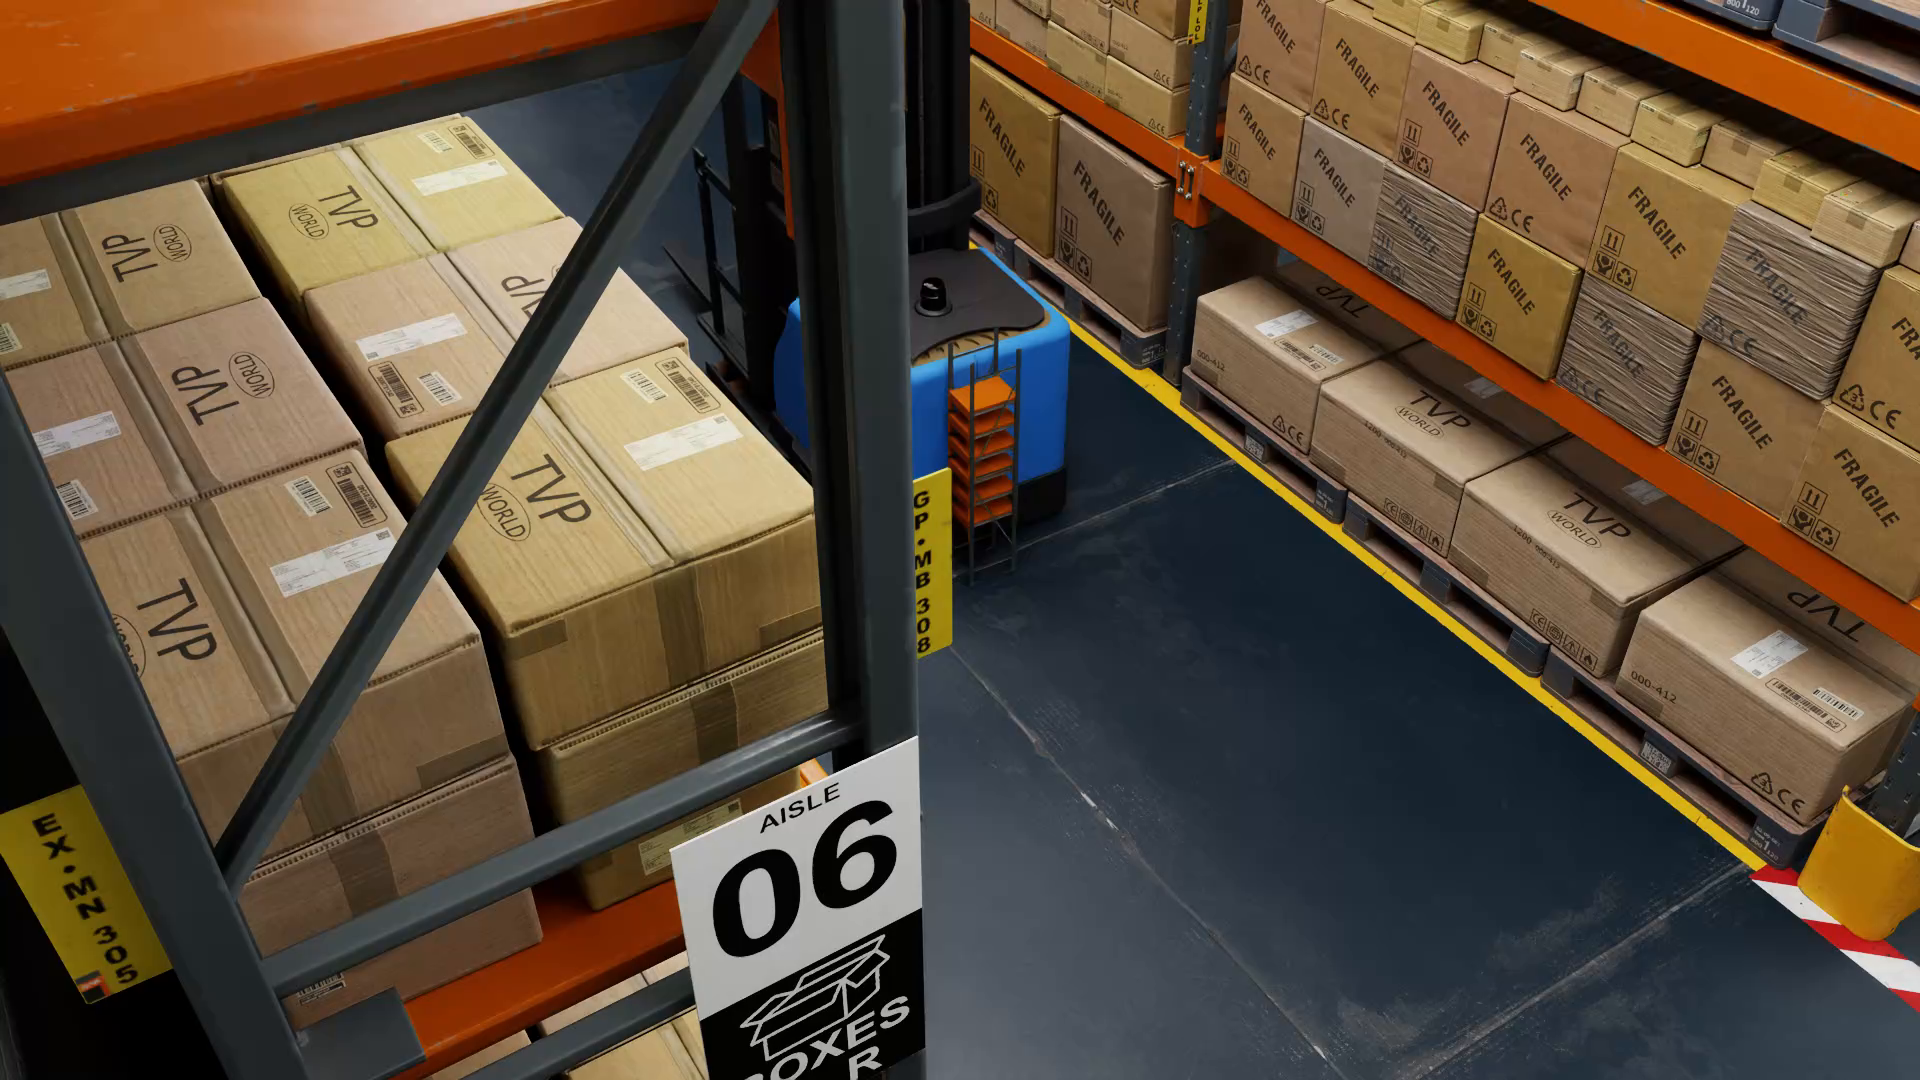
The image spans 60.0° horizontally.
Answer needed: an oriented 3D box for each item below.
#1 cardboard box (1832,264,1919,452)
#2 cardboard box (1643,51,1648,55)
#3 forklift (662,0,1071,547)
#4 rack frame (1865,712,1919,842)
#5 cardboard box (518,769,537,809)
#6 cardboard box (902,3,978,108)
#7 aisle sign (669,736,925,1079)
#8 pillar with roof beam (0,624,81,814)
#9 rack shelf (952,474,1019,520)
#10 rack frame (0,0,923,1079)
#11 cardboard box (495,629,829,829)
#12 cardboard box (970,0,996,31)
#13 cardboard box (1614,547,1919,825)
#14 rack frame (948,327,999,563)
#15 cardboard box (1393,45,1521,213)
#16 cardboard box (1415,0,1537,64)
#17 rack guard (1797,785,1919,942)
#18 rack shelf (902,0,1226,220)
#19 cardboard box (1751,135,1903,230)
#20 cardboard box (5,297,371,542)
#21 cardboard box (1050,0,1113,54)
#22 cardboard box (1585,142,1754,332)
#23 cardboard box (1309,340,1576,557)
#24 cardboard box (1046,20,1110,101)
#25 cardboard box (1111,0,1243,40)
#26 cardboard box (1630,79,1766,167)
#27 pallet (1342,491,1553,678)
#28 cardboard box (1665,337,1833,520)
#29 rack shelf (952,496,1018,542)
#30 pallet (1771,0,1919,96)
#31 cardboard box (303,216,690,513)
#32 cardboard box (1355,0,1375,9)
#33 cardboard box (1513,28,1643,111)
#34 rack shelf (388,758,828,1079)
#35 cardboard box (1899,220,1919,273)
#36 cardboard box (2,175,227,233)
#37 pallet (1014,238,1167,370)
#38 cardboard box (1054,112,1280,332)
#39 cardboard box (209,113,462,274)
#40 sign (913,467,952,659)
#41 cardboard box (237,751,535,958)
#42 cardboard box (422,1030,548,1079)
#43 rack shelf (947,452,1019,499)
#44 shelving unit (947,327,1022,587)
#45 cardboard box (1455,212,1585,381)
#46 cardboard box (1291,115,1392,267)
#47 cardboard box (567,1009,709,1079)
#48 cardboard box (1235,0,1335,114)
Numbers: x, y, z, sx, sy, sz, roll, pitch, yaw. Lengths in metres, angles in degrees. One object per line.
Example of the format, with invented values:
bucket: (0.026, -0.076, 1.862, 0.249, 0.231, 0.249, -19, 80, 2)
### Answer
cardboard box: (3.211, -0.592, 5.259, 0.500, 0.500, 0.500, -21, 44, -23)
cardboard box: (2.733, -1.926, 6.353, 0.380, 0.149, 0.250, -22, 45, -24)
forklift: (-0.661, -1.914, 7.758, 1.130, 2.935, 3.031, -20, 44, -22)
rack frame: (3.671, 0.008, 5.397, 1.000, 3.000, 0.127, -22, 45, -24)
cardboard box: (-0.650, 0.279, 2.926, 0.380, 0.149, 0.250, -21, 44, -24)
cardboard box: (0.147, -2.770, 10.063, 0.875, 0.875, 0.875, -22, 44, -24)
aisle sign: (-0.228, 0.656, 2.589, 0.394, 0.787, 0.004, -22, 45, -24)
pillar with roof beam: (0.581, -3.540, 4.969, 9.100, 9.000, 0.400, -22, 45, -24)
rack shelf: (0.102, -0.213, 7.325, 0.258, 0.103, 0.180, -20, 44, -22)
rack frame: (-0.512, -0.586, 1.423, 1.000, 3.000, 0.127, -22, 45, -24)
cardboard box: (-0.520, 0.176, 2.737, 0.500, 0.250, 0.500, -23, 45, -25)
cardboard box: (0.257, -3.080, 9.220, 0.500, 0.250, 0.500, -22, 45, -24)
cardboard box: (3.232, 0.510, 6.469, 0.875, 0.438, 0.875, -24, 45, -26)
rack frame: (0.057, -0.390, 7.281, 0.240, 1.200, 0.006, -20, 44, -22)
cardboard box: (2.104, -1.677, 6.561, 0.500, 0.500, 0.500, -21, 44, -24)
cardboard box: (1.996, -1.998, 6.438, 0.380, 0.149, 0.250, -23, 45, -26)
rack guard: (3.684, 0.982, 6.181, 1.175, 0.500, 0.348, -22, 45, -24)
rack shelf: (0.445, -2.954, 9.513, 1.077, 0.370, 4.000, -22, 45, -24)
cardboard box: (2.842, -1.177, 5.454, 0.380, 0.149, 0.250, -21, 44, -23)
cardboard box: (-1.266, -0.107, 2.686, 0.500, 0.250, 0.500, -24, 45, -26)
cardboard box: (0.803, -2.706, 8.381, 0.500, 0.250, 0.500, -21, 44, -23)
cardboard box: (2.642, -1.132, 5.907, 0.500, 0.500, 0.500, -22, 45, -25)
cardboard box: (2.249, -0.469, 7.643, 0.875, 0.438, 0.875, -24, 45, -26)
cardboard box: (0.794, -2.524, 8.552, 0.500, 0.250, 0.500, -23, 45, -25)
cardboard box: (1.068, -2.728, 7.821, 0.500, 0.500, 0.500, -21, 44, -23)
cardboard box: (2.577, -1.458, 5.791, 0.380, 0.149, 0.250, -21, 44, -23)
pallet: (2.523, 0.017, 7.564, 1.003, 0.211, 1.213, -22, 45, -24)
cardboard box: (2.931, -0.475, 5.899, 0.500, 0.500, 0.500, -23, 45, -25)
rack shelf: (0.102, -0.121, 7.402, 0.258, 0.103, 0.180, -20, 44, -22)
pallet: (3.263, -1.507, 4.941, 1.003, 0.211, 1.213, -22, 45, -24)
cardboard box: (-0.797, -0.289, 2.905, 0.500, 0.250, 0.500, -23, 45, -25)
cardboard box: (1.795, -2.306, 6.809, 0.380, 0.149, 0.250, -23, 45, -25)
cardboard box: (2.274, -1.734, 6.122, 0.380, 0.149, 0.250, -22, 45, -24)
rack shelf: (-1.587, -0.236, 3.909, 1.077, 0.370, 4.000, -22, 45, -24)
cardboard box: (3.152, -0.917, 5.141, 0.380, 0.149, 0.250, -21, 44, -24)
cardboard box: (-1.798, -0.661, 3.351, 0.500, 0.250, 0.500, -22, 45, -24)
pallet: (1.042, -1.470, 9.349, 1.003, 0.211, 1.213, -22, 45, -24)
cardboard box: (1.119, -1.803, 8.902, 0.875, 0.875, 0.875, -21, 44, -23)
cardboard box: (-1.361, -0.827, 3.550, 0.500, 0.250, 0.500, -21, 44, -23)
sign: (-0.055, 0.044, 2.328, 0.100, 0.325, 0.005, -22, 45, -24)
cardboard box: (-0.981, 0.364, 2.512, 0.500, 0.250, 0.500, -23, 45, -25)
cardboard box: (-1.259, 1.227, 3.819, 0.500, 0.250, 0.500, -22, 45, -24)
rack shelf: (0.102, -0.305, 7.248, 0.258, 0.103, 0.180, -20, 44, -22)
shelving unit: (0.102, -0.339, 7.220, 0.258, 1.200, 0.189, -20, 44, -22)
cardboard box: (2.358, -1.024, 6.557, 0.500, 0.500, 0.500, -21, 44, -23)
cardboard box: (1.819, -1.573, 7.216, 0.500, 0.500, 0.500, -22, 45, -24)
cardboard box: (-0.529, 1.325, 3.702, 0.500, 0.250, 0.500, -22, 45, -24)
cardboard box: (1.572, -2.233, 7.227, 0.500, 0.500, 0.500, -22, 45, -24)
